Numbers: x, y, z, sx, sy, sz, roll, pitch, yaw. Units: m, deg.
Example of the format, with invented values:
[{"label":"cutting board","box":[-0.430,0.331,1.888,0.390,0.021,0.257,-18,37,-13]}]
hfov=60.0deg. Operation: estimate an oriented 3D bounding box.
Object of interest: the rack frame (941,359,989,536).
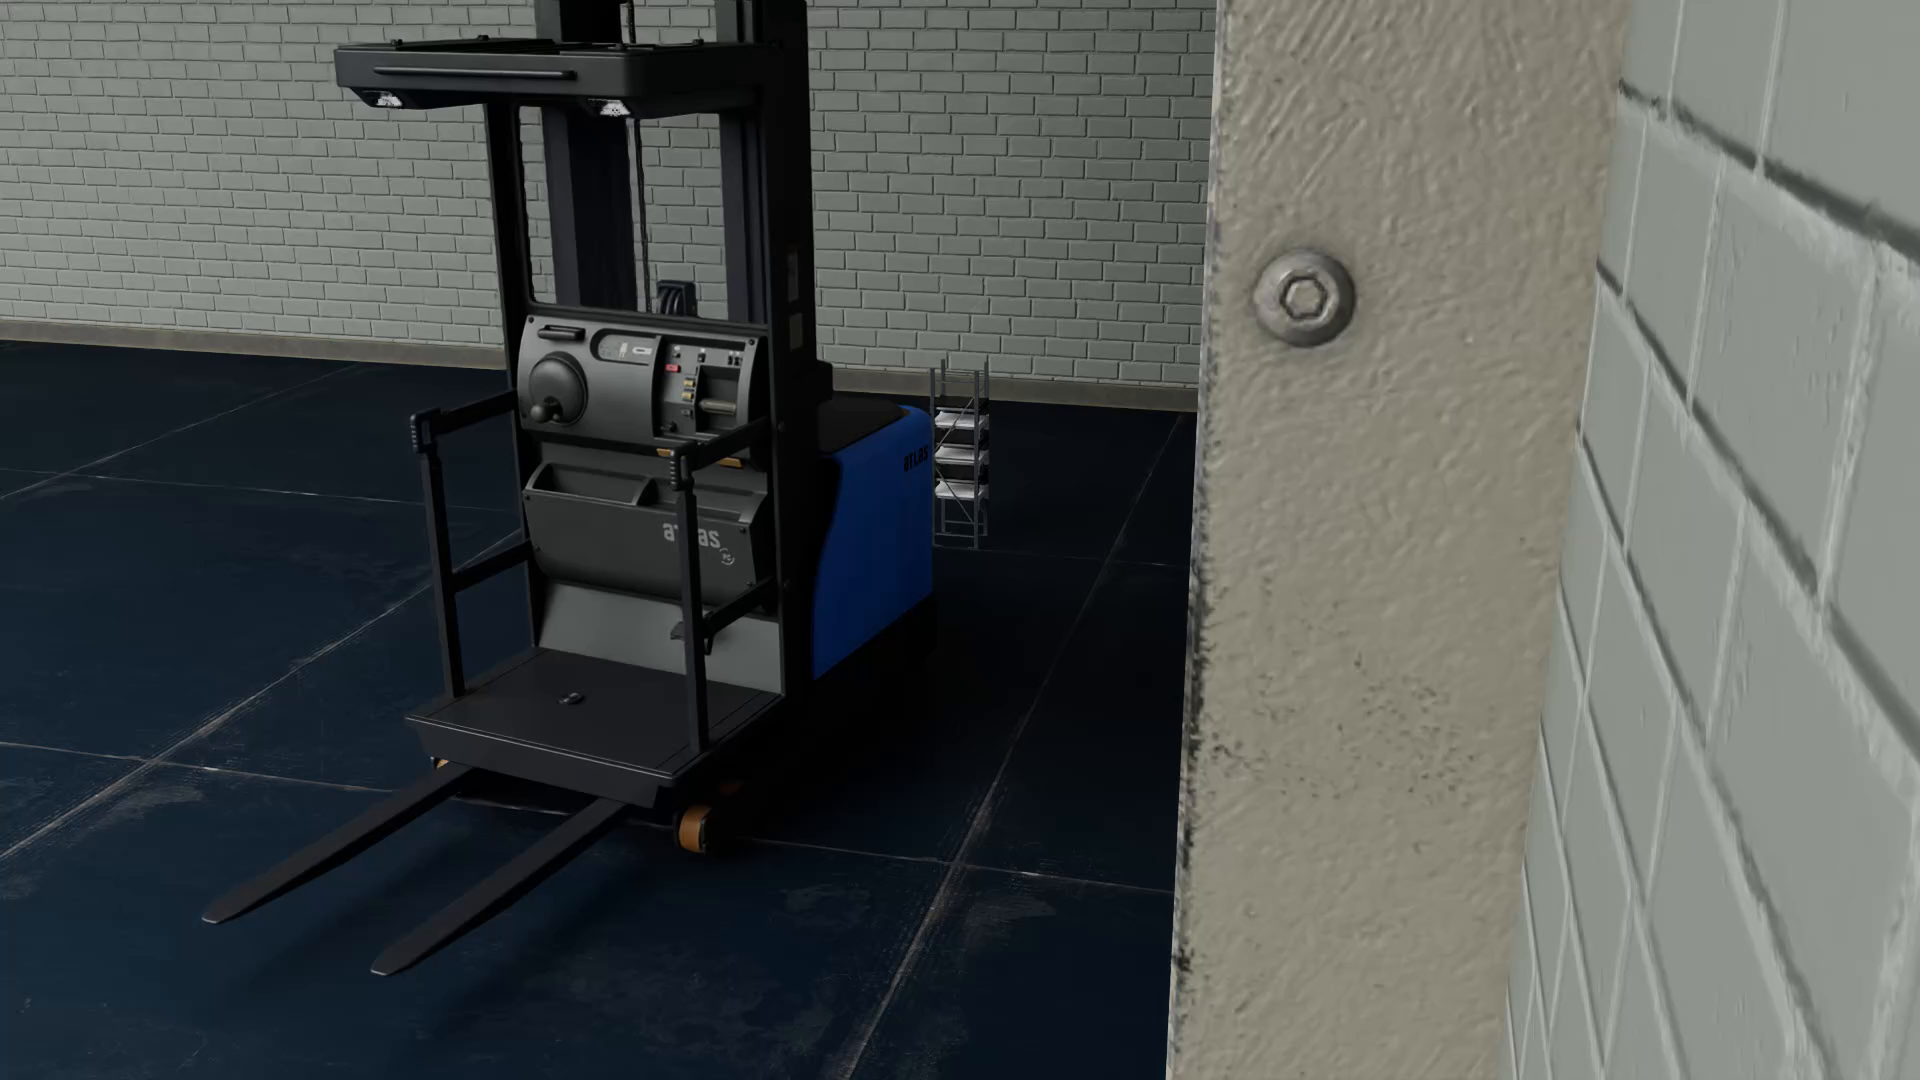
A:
[{"label":"rack frame","box":[0.023,-0.455,8.304,0.240,0.900,0.006,5,19,13]}]

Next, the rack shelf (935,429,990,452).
[{"label":"rack shelf","box":[-0.002,-0.477,8.192,0.258,0.077,0.200,5,19,13]}]

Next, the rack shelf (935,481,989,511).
[{"label":"rack shelf","box":[-0.002,-0.221,8.280,0.258,0.077,0.200,5,19,13]}]

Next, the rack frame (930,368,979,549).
[{"label":"rack frame","box":[-0.027,-0.391,8.117,0.240,0.900,0.006,5,19,13]}]

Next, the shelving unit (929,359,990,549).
[{"label":"shelving unit","box":[-0.002,-0.423,8.211,0.258,0.900,0.210,5,19,13]}]

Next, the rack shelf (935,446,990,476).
[{"label":"rack shelf","box":[-0.002,-0.392,8.221,0.258,0.077,0.200,5,19,13]}]

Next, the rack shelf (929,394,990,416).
[{"label":"rack shelf","box":[-0.002,-0.647,8.134,0.258,0.077,0.200,5,19,13]}]

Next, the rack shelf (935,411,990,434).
[{"label":"rack shelf","box":[-0.002,-0.562,8.163,0.258,0.077,0.200,5,19,13]}]

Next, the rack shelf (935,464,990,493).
[{"label":"rack shelf","box":[-0.002,-0.307,8.250,0.258,0.077,0.200,5,19,13]}]

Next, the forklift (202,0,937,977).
[{"label":"forklift","box":[-1.170,-0.527,5.373,1.130,2.935,3.031,8,21,23]}]
